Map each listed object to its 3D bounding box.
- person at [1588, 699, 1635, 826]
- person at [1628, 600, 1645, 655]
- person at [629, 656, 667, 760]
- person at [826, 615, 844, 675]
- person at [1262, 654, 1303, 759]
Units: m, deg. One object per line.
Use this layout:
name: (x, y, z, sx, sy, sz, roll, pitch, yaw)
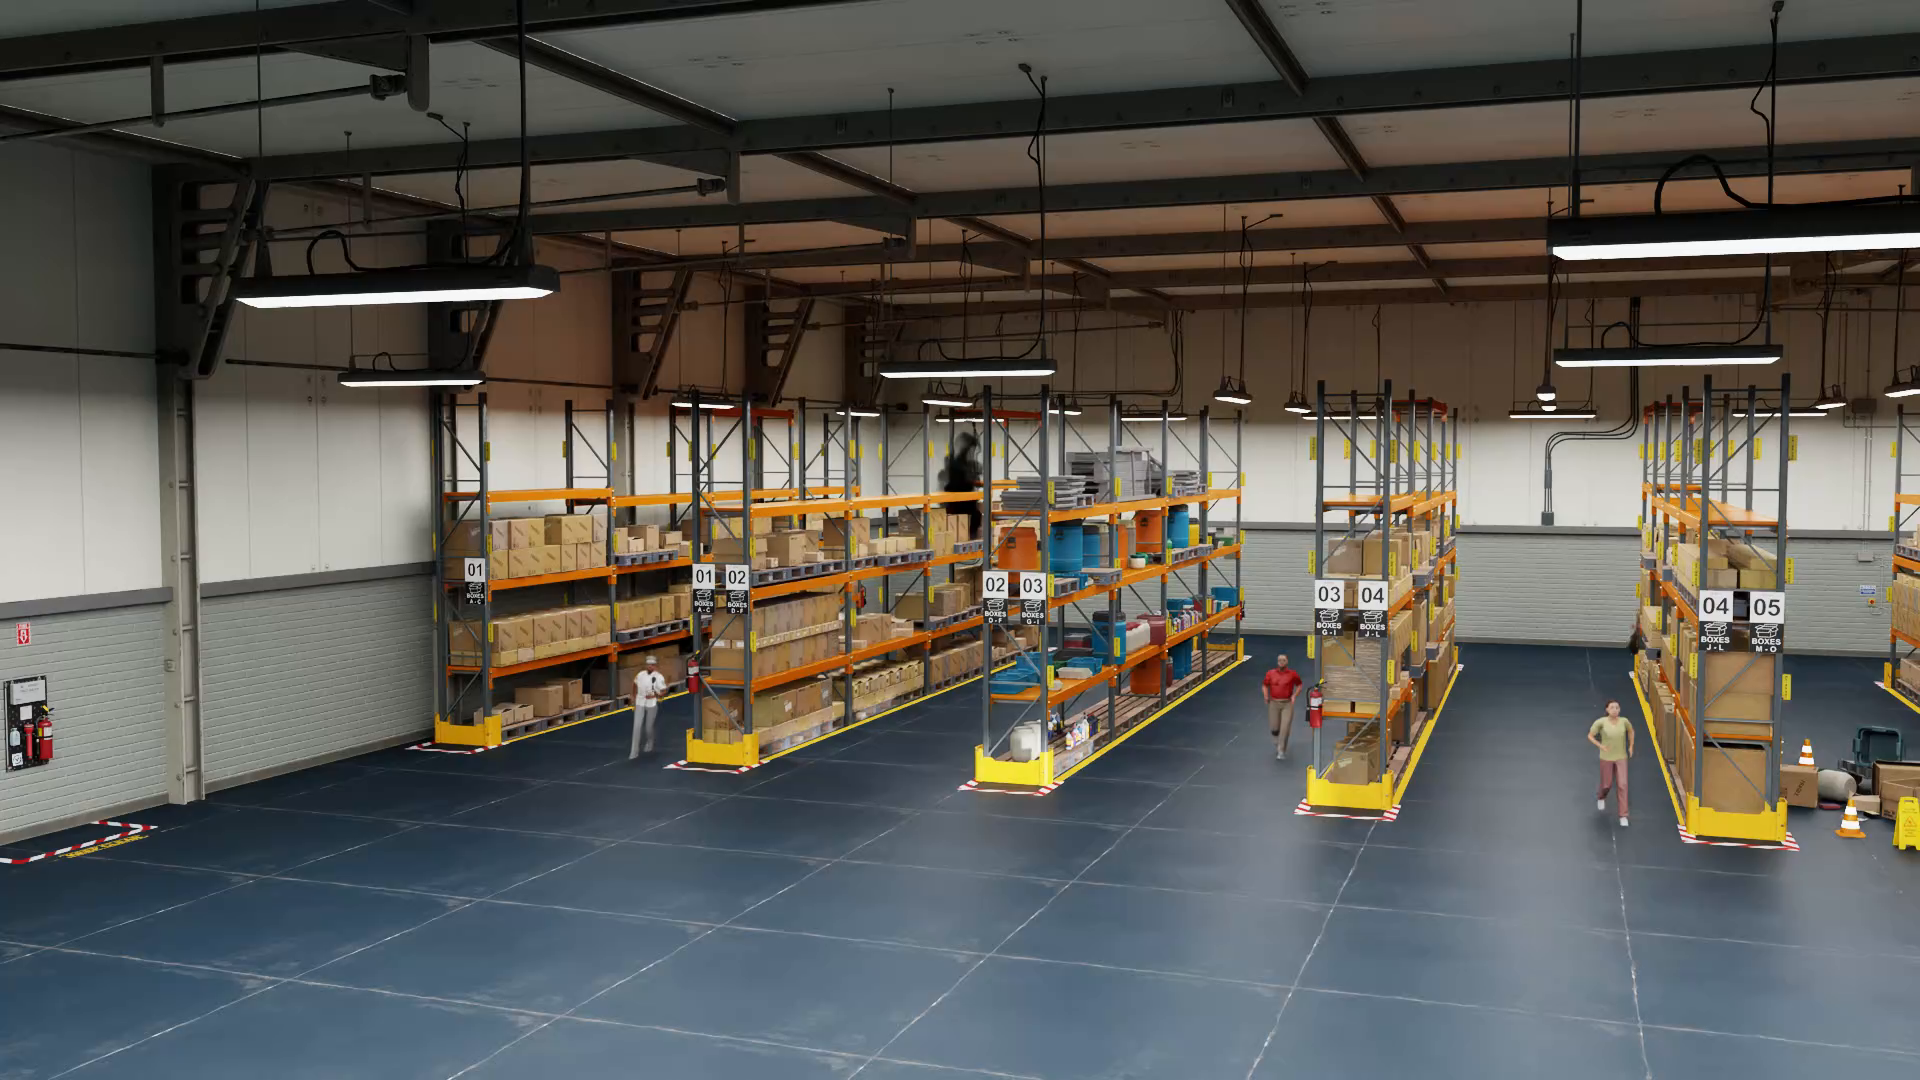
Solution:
person: (8.810, 2.960, 22.482, 0.629, 1.662, 0.894, 0, 3, 5)
person: (15.511, 2.140, 37.786, 0.644, 1.719, 0.705, 0, 3, 3)
person: (-5.067, 2.692, 27.049, 0.611, 1.643, 0.965, 0, 3, 2)
person: (-2.856, 2.228, 35.956, 0.721, 1.821, 0.729, 1, 3, 18)
person: (5.287, 2.711, 27.275, 0.662, 1.686, 0.698, 1, 3, 14)
